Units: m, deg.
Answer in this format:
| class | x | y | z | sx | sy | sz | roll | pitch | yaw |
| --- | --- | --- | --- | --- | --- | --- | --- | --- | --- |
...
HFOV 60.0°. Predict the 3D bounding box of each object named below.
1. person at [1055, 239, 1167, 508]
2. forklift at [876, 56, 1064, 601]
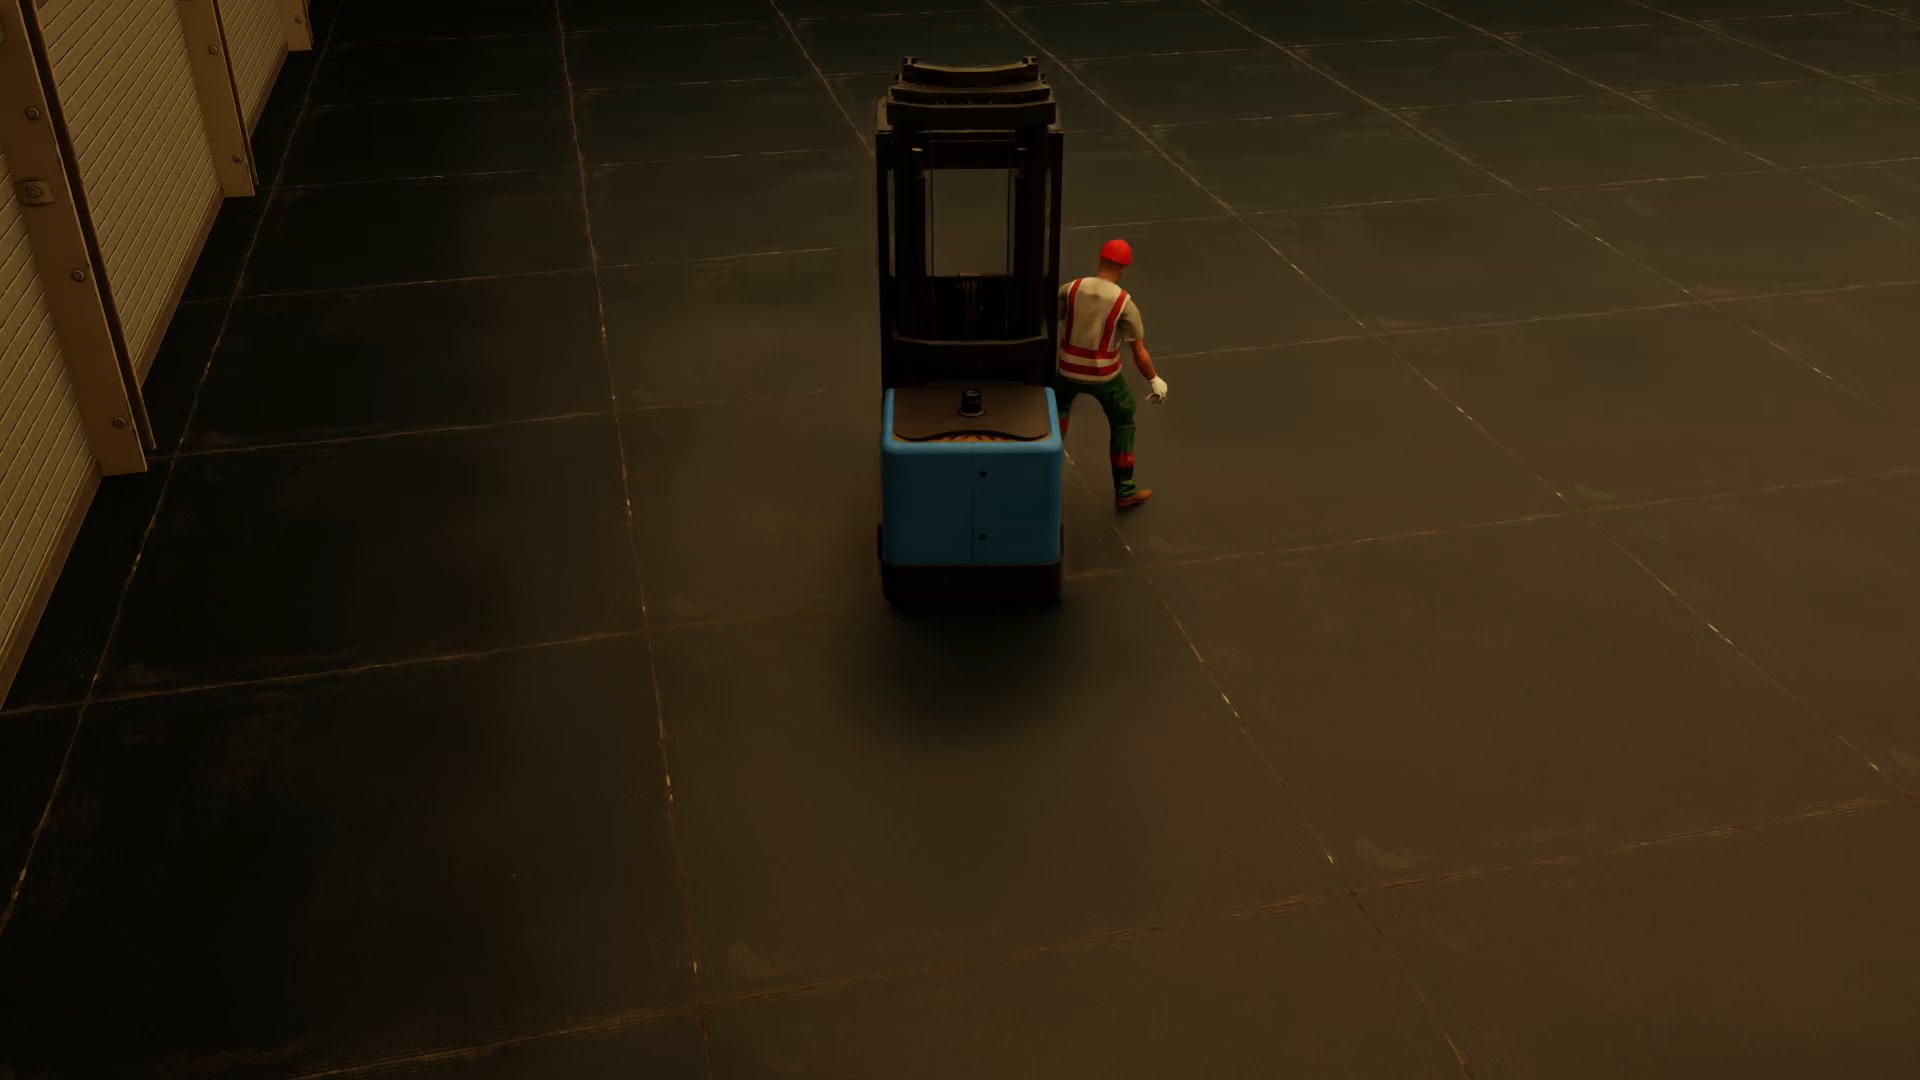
| class | x | y | z | sx | sy | sz | roll | pitch | yaw |
| --- | --- | --- | --- | --- | --- | --- | --- | --- | --- |
| person | 0.882 | -1.090 | 10.677 | 0.955 | 1.734 | 0.448 | 12 | 32 | 20 |
| forklift | 0.051 | -1.611 | 10.357 | 1.130 | 2.935 | 3.031 | 0 | 30 | -1 |
